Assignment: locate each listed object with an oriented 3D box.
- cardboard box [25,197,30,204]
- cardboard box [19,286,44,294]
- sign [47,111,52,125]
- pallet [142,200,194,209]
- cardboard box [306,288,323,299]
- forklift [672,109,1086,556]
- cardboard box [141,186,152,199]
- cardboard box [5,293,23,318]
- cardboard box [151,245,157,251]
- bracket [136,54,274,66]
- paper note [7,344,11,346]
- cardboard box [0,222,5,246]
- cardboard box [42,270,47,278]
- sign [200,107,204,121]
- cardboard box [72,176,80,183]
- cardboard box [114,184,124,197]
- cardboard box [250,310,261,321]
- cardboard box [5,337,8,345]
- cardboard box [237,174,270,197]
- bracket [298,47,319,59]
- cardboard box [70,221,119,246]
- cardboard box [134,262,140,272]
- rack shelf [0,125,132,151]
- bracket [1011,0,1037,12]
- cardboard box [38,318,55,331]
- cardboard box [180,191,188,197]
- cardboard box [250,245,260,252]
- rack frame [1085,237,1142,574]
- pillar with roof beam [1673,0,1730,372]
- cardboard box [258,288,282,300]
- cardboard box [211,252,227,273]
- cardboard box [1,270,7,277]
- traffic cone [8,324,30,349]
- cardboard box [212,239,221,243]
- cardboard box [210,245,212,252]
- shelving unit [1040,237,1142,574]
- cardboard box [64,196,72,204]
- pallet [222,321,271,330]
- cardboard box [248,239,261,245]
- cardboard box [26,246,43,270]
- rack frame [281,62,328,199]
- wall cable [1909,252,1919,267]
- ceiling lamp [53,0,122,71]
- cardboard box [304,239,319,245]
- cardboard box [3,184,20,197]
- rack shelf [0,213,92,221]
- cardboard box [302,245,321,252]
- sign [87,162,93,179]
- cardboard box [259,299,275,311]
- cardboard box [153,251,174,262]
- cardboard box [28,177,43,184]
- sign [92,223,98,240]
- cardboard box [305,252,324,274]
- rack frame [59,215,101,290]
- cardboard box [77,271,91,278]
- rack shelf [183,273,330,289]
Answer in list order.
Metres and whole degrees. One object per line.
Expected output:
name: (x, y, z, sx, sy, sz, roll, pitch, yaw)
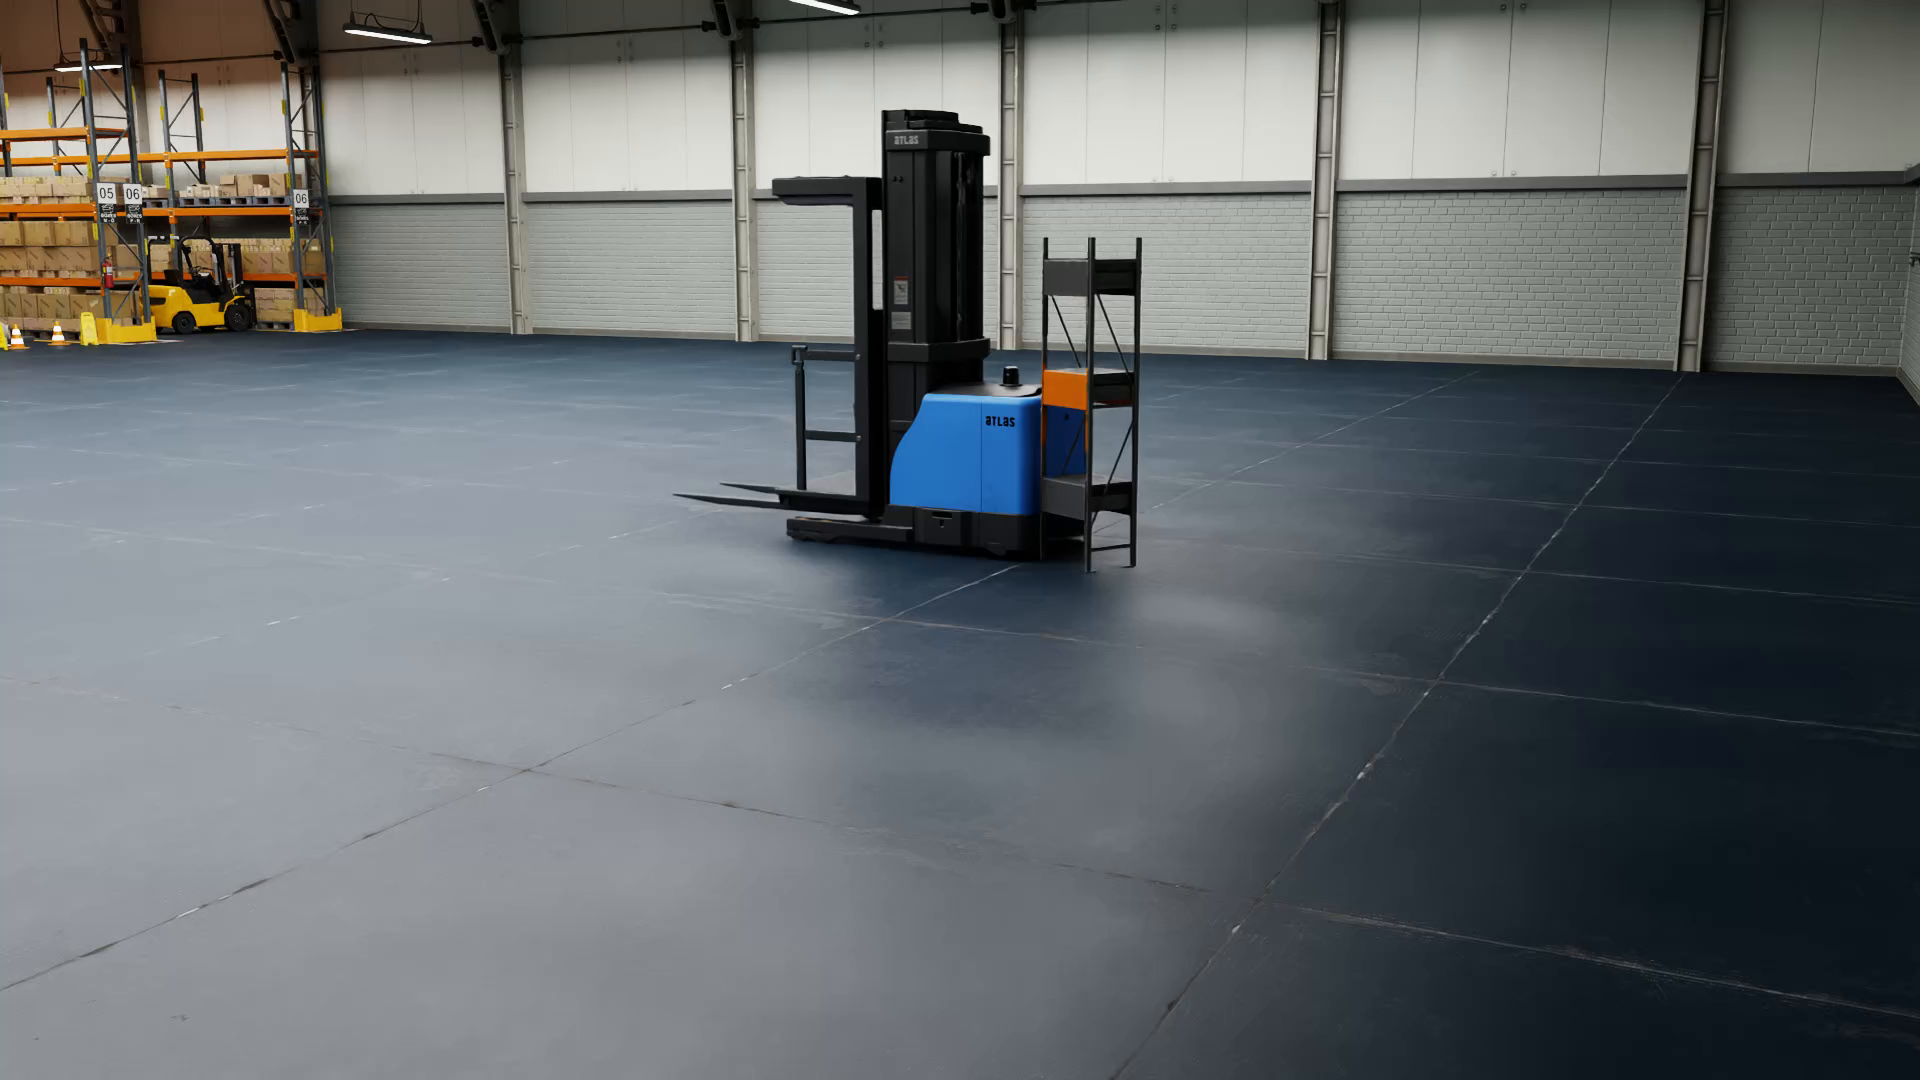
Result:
cardboard box: (-19.185, -7.057, 34.581, 0.250, 0.149, 0.380, 5, 11, 26)
cardboard box: (-19.541, -5.262, 34.995, 0.250, 0.149, 0.380, 6, 12, 29)
sign: (-22.367, -10.361, 40.867, 0.005, 0.325, 0.100, 5, 11, 26)
pallet: (-19.345, -8.132, 40.356, 1.217, 0.209, 0.805, 5, 11, 24)
cardboard box: (-15.308, -5.782, 38.986, 0.500, 0.250, 0.500, 5, 11, 25)
forklift: (-0.649, -1.497, 11.770, 3.031, 2.935, 1.130, 5, 11, 26)
cardboard box: (-19.993, -8.450, 40.362, 0.500, 0.311, 0.500, 5, 11, 24)
cardboard box: (-19.846, -4.983, 35.274, 0.500, 0.500, 0.500, 6, 12, 28)
cardboard box: (-19.388, -7.088, 40.369, 0.250, 0.149, 0.380, 5, 11, 26)
bracket: (-18.026, -11.469, 39.725, 4.783, 0.066, 0.076, 5, 11, 26)
paper note: (-18.882, -3.870, 33.029, 0.142, 0.019, 0.148, 1, 10, 6)
cardboard box: (-19.994, -6.464, 35.102, 0.500, 0.500, 0.700, 5, 11, 26)
cardboard box: (-18.946, -5.570, 34.789, 0.250, 0.149, 0.380, 5, 11, 26)
sign: (-18.281, -10.259, 40.081, 0.005, 0.325, 0.100, 5, 11, 26)
cardboard box: (-17.802, -7.325, 33.827, 0.250, 0.149, 0.380, 5, 12, 27)
cardboard box: (-17.487, -7.205, 34.284, 0.500, 0.250, 0.500, 5, 11, 25)
cardboard box: (-16.409, -5.290, 39.076, 0.500, 0.250, 0.500, 5, 11, 26)
cardboard box: (-19.222, -3.953, 33.152, 0.380, 0.149, 0.250, -7, 12, -33)
cardboard box: (-16.340, -8.241, 38.681, 0.500, 0.500, 0.700, 5, 11, 26)
bracket: (-14.971, -11.200, 38.241, 0.430, 0.232, 0.235, 5, 11, 26)
cardboard box: (-17.709, -6.268, 34.015, 0.500, 0.500, 0.700, 5, 11, 24)
cardboard box: (-20.001, -6.690, 40.692, 0.500, 0.250, 0.500, 5, 11, 26)
rack shelf: (-18.947, -8.329, 34.511, 4.000, 0.370, 1.077, 5, 11, 26)
bracket: (1.171, -9.782, 30.404, 0.430, 0.232, 0.235, 5, 11, 26)
cardboard box: (-18.931, -4.532, 34.887, 0.500, 0.250, 0.500, 5, 11, 24)
cardboard box: (-18.280, -8.207, 39.479, 0.250, 0.149, 0.380, 5, 12, 27)
cardboard box: (-16.321, -6.799, 38.773, 0.250, 0.149, 0.380, 5, 11, 24)
rack frame: (0.966, -0.840, 10.474, 0.400, 2.100, 0.015, -7, 12, -33)
pillar with roof beam: (9.812, -6.467, 22.195, 0.400, 9.000, 9.100, 5, 11, 26)
cardboard box: (-15.972, -5.739, 38.752, 0.500, 0.250, 0.500, 5, 12, 27)
cardboard box: (-17.337, -6.577, 39.369, 0.500, 0.500, 0.500, 5, 11, 25)
cardboard box: (-20.099, -5.663, 35.301, 0.250, 0.149, 0.380, 5, 11, 26)
traffic cone: (-18.297, -3.950, 32.257, 0.334, 0.463, 0.336, 5, 11, 26)
cardboard box: (-17.456, -7.048, 39.310, 0.250, 0.149, 0.380, 5, 11, 25)
cardboard box: (-17.477, -6.896, 39.307, 0.250, 0.149, 0.380, 5, 11, 25)
shelving unit: (0.832, -0.876, 10.675, 0.431, 2.100, 0.503, -7, 12, -33)
cardboard box: (-18.059, -6.951, 33.999, 0.250, 0.149, 0.380, 5, 12, 28)
pallet: (-16.755, -5.146, 39.568, 1.213, 0.211, 1.003, 5, 11, 26)
cardboard box: (-16.330, -6.942, 38.728, 0.250, 0.149, 0.380, 5, 12, 27)
cardboard box: (-19.103, -5.892, 34.748, 0.500, 0.500, 0.500, 5, 11, 26)
rack frame: (-14.961, -9.320, 37.957, 0.127, 3.000, 1.000, 5, 11, 26)
wall cable: (13.774, -5.183, 23.821, 0.112, 2.526, 3.097, 5, 11, 26)
ceiling lamp: (-19.397, -12.145, 37.180, 2.000, 3.185, 0.800, 5, 11, 26)
cardboard box: (-15.168, -6.943, 38.733, 0.250, 0.149, 0.380, 5, 11, 25)
cardboard box: (-19.558, -7.279, 34.692, 0.500, 0.250, 0.500, 5, 11, 26)
rack shelf: (-23.929, -8.278, 42.643, 4.000, 0.370, 1.077, 5, 11, 26)
cardboard box: (-15.150, -6.804, 38.802, 0.250, 0.149, 0.380, 5, 11, 24)
sign: (-17.417, -7.399, 33.283, 0.005, 0.325, 0.100, 5, 11, 26)
cardboard box: (-15.981, -5.497, 38.819, 0.500, 0.250, 0.500, 5, 11, 25)
cardboard box: (-19.102, -6.853, 40.190, 0.500, 0.250, 0.500, 5, 11, 25)
cardboard box: (-18.978, -7.414, 34.319, 0.250, 0.149, 0.380, 5, 12, 27)
sign: (-17.417, -6.213, 33.498, 0.005, 0.325, 0.100, 5, 11, 26)
cardboard box: (-15.282, -6.500, 38.944, 0.500, 0.500, 0.500, 5, 12, 28)
rack frame: (-22.135, -6.998, 41.975, 0.127, 3.000, 1.000, 5, 11, 26)
cardboard box: (-17.860, -5.449, 34.119, 0.250, 0.149, 0.380, 5, 11, 25)
rack shelf: (-16.755, -6.171, 39.427, 4.000, 0.370, 1.077, 5, 11, 26)
